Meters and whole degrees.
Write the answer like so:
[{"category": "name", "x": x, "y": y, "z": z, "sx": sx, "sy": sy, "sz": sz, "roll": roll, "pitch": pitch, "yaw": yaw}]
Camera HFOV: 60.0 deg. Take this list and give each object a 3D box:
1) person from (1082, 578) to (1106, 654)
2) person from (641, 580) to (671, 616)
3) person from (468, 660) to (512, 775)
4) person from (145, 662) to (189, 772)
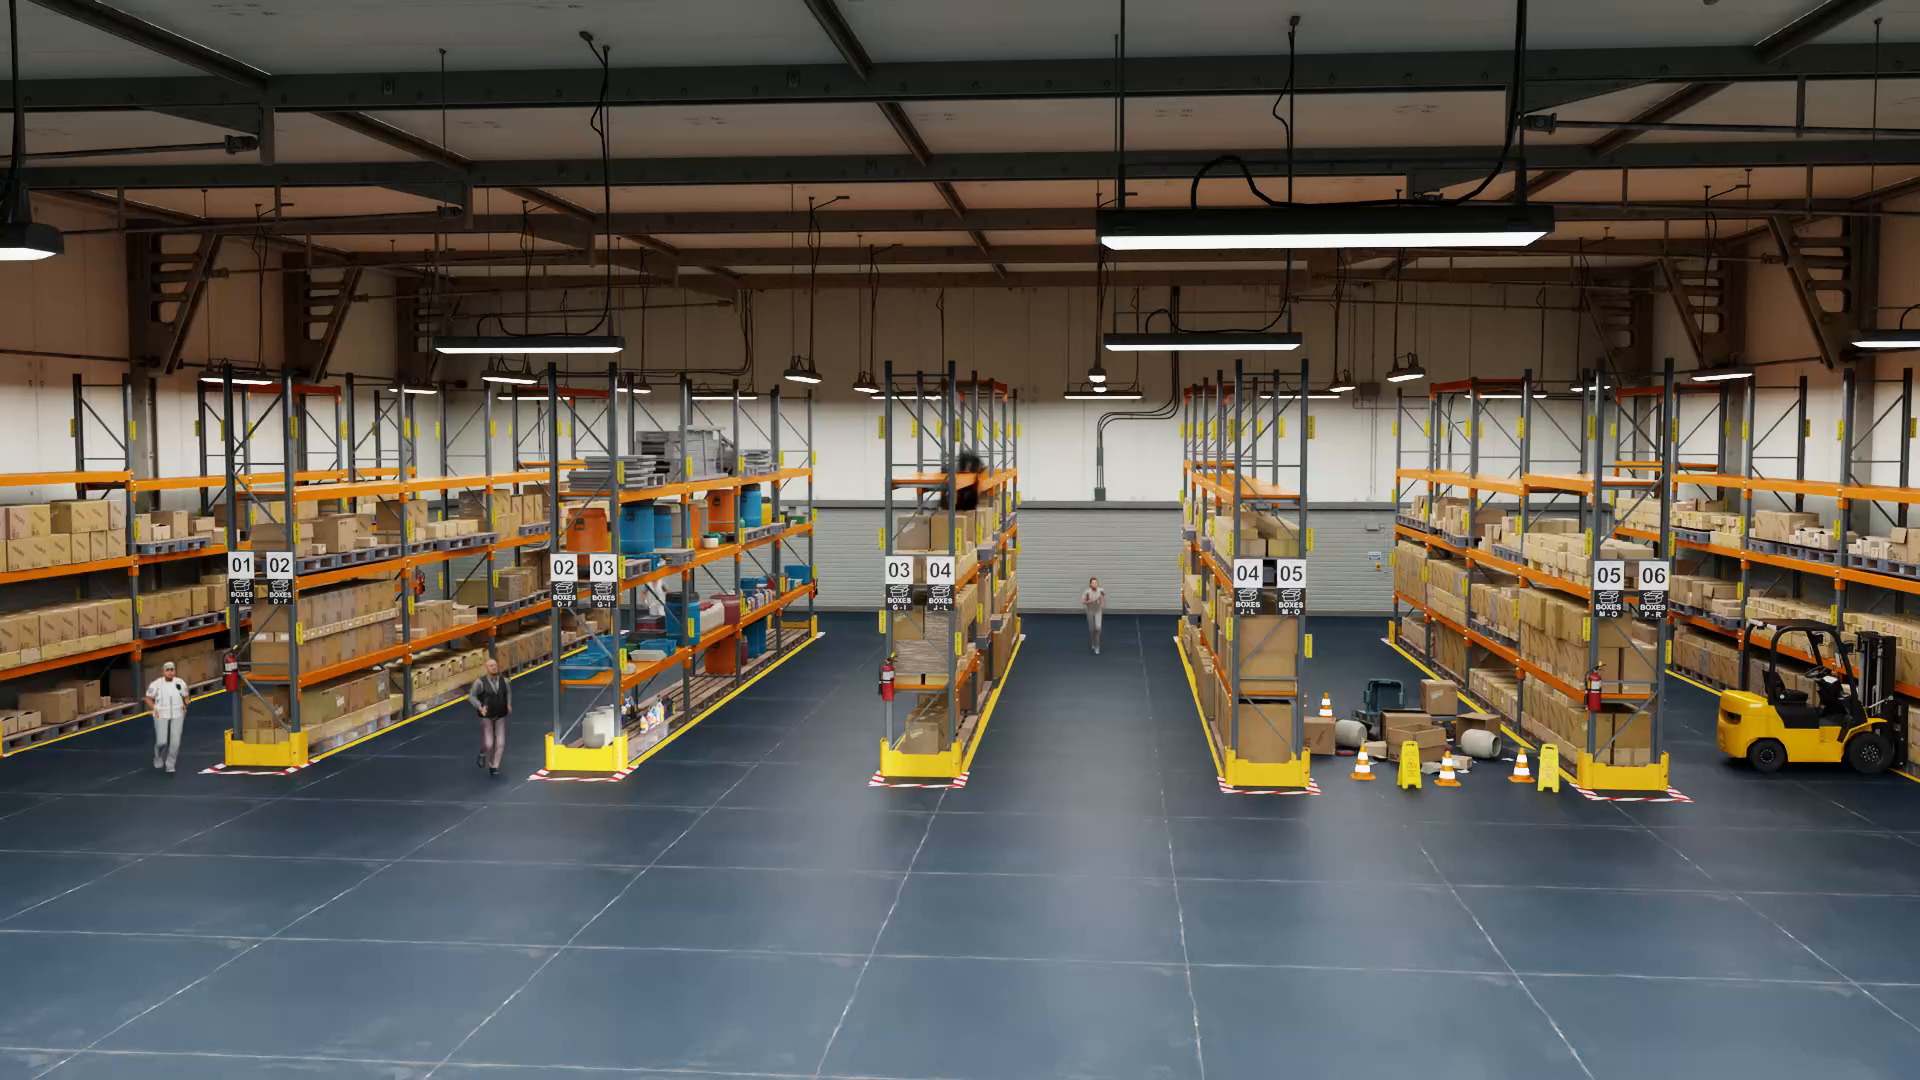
[{"category": "person", "x": 3.026, "y": 1.710, "z": 37.615, "sx": 0.552, "sy": 1.738, "sz": 0.845, "roll": 0, "pitch": 4, "yaw": 2}, {"category": "person", "x": -7.202, "y": 1.561, "z": 39.426, "sx": 0.689, "sy": 1.742, "sz": 0.658, "roll": -1, "pitch": 4, "yaw": -9}, {"category": "person", "x": -6.806, "y": 2.571, "z": 24.199, "sx": 0.646, "sy": 1.677, "sz": 0.580, "roll": -3, "pitch": 5, "yaw": -35}, {"category": "person", "x": -11.566, "y": 2.592, "z": 24.323, "sx": 0.586, "sy": 1.621, "sz": 0.540, "roll": -3, "pitch": 5, "yaw": -36}]
